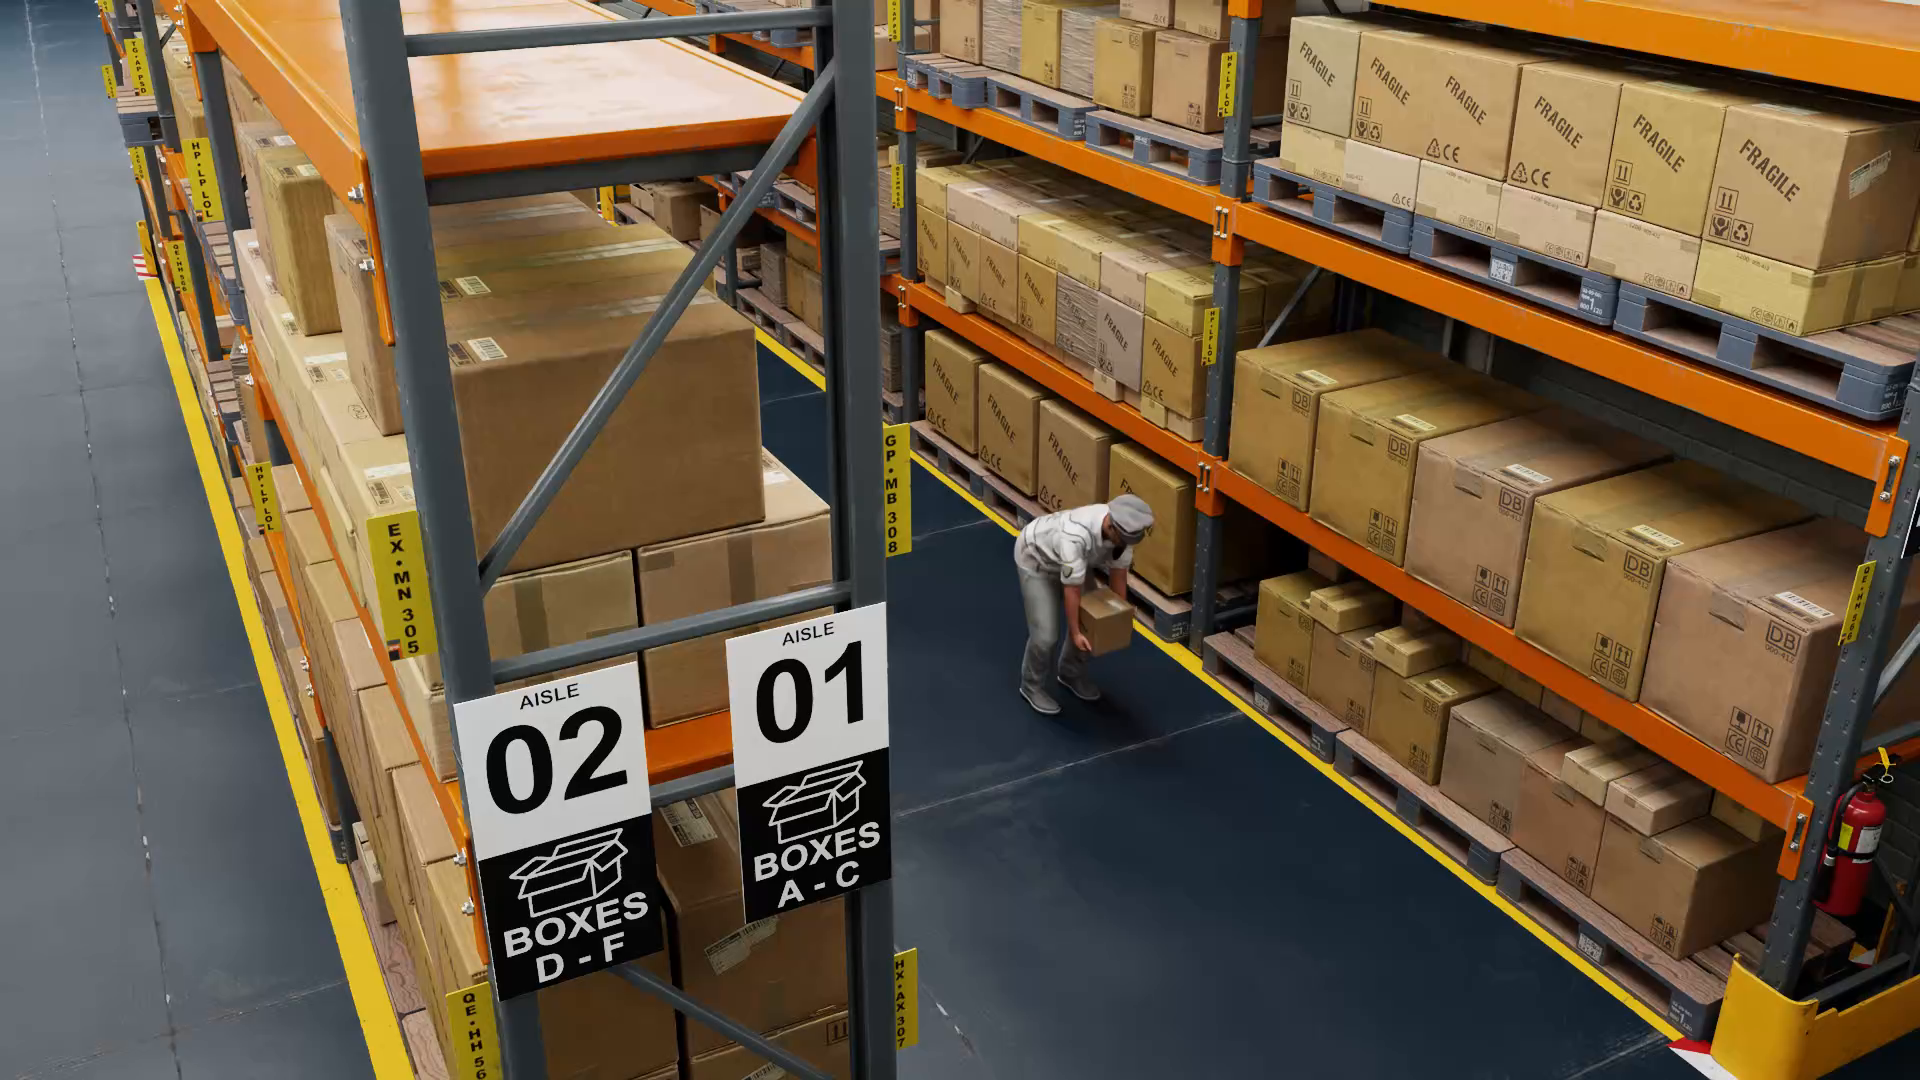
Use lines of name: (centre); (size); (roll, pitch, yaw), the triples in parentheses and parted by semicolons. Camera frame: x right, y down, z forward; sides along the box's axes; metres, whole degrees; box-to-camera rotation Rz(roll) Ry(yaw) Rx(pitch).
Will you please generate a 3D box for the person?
person: (0.686, 0.333, 9.265); (0.485, 1.445, 0.932); (-17, 30, -31)
